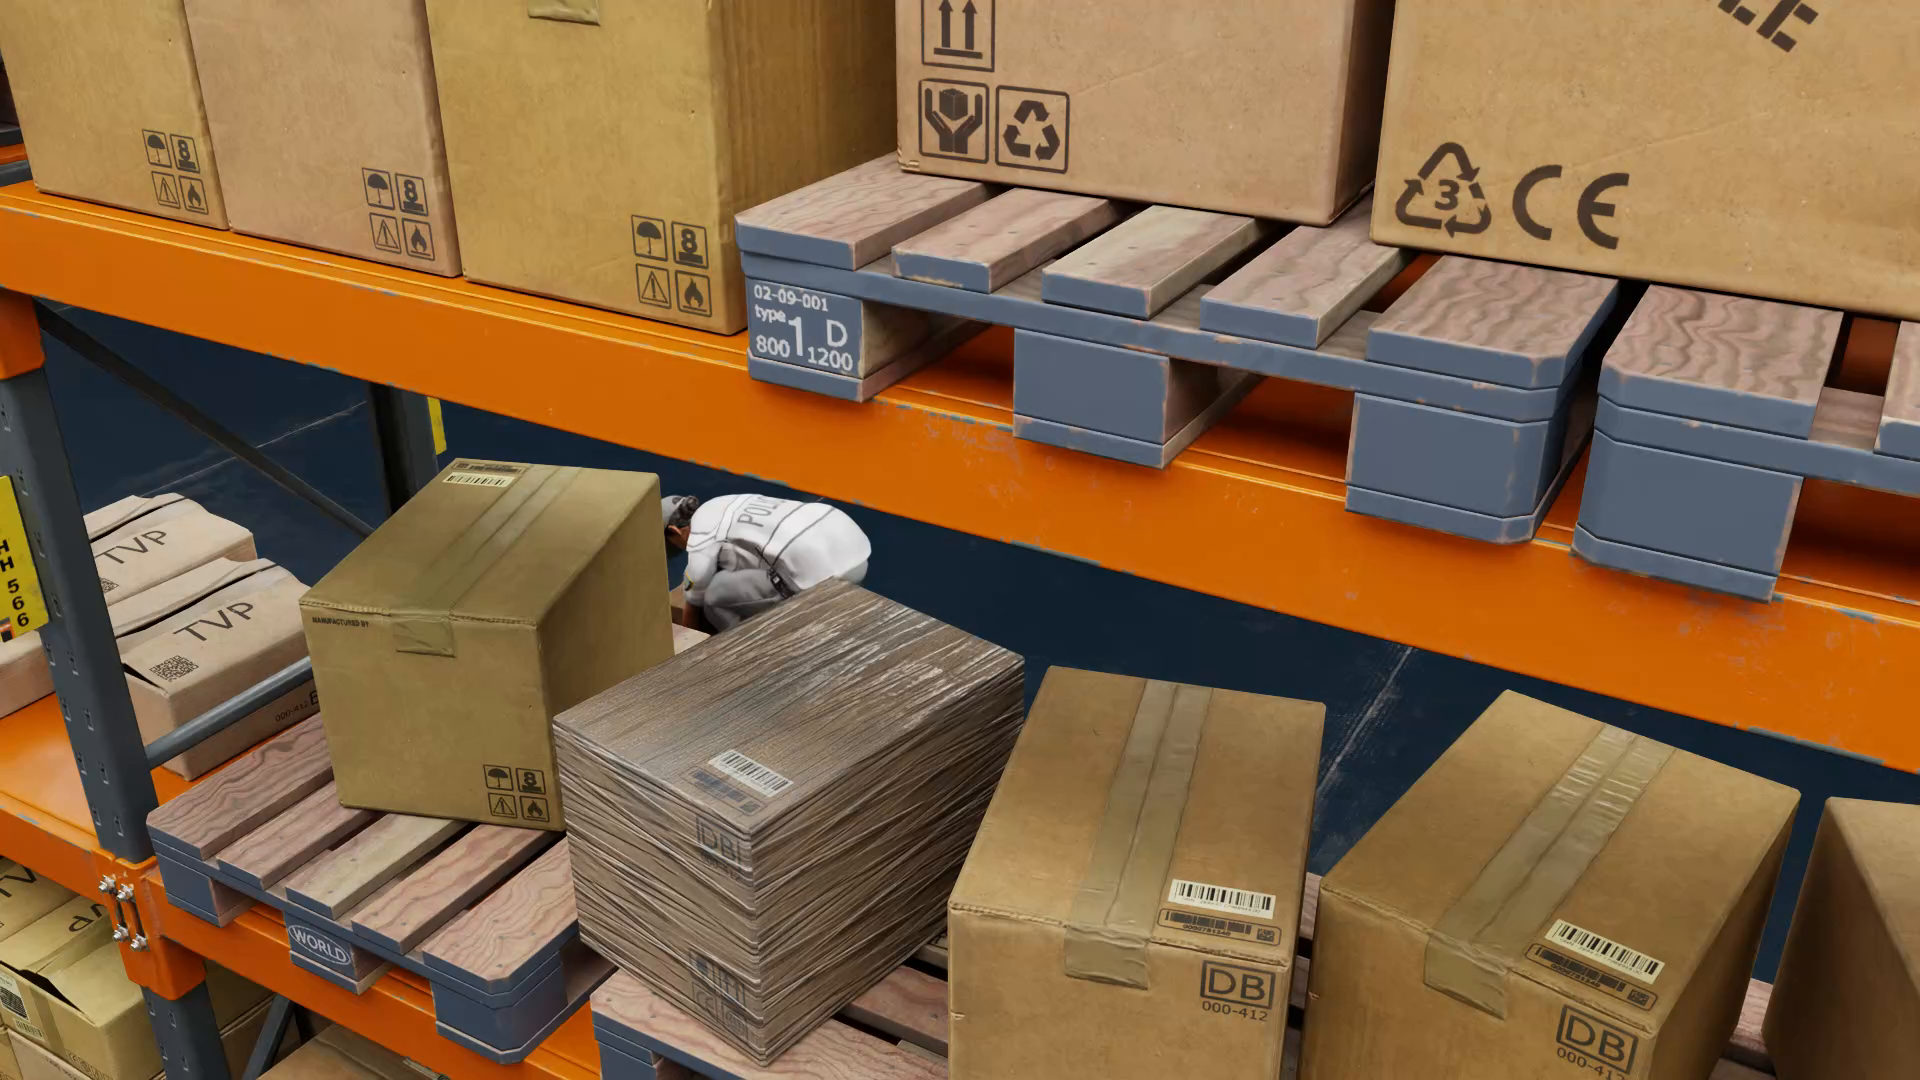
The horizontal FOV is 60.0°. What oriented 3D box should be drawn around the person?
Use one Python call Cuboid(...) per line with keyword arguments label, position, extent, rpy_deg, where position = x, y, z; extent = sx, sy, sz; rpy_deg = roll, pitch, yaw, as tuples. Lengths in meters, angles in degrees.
Cuboid(label="person", position=(-0.819, 0.189, 6.765), extent=(0.938, 0.774, 0.498), rpy_deg=(13, 30, 25))
